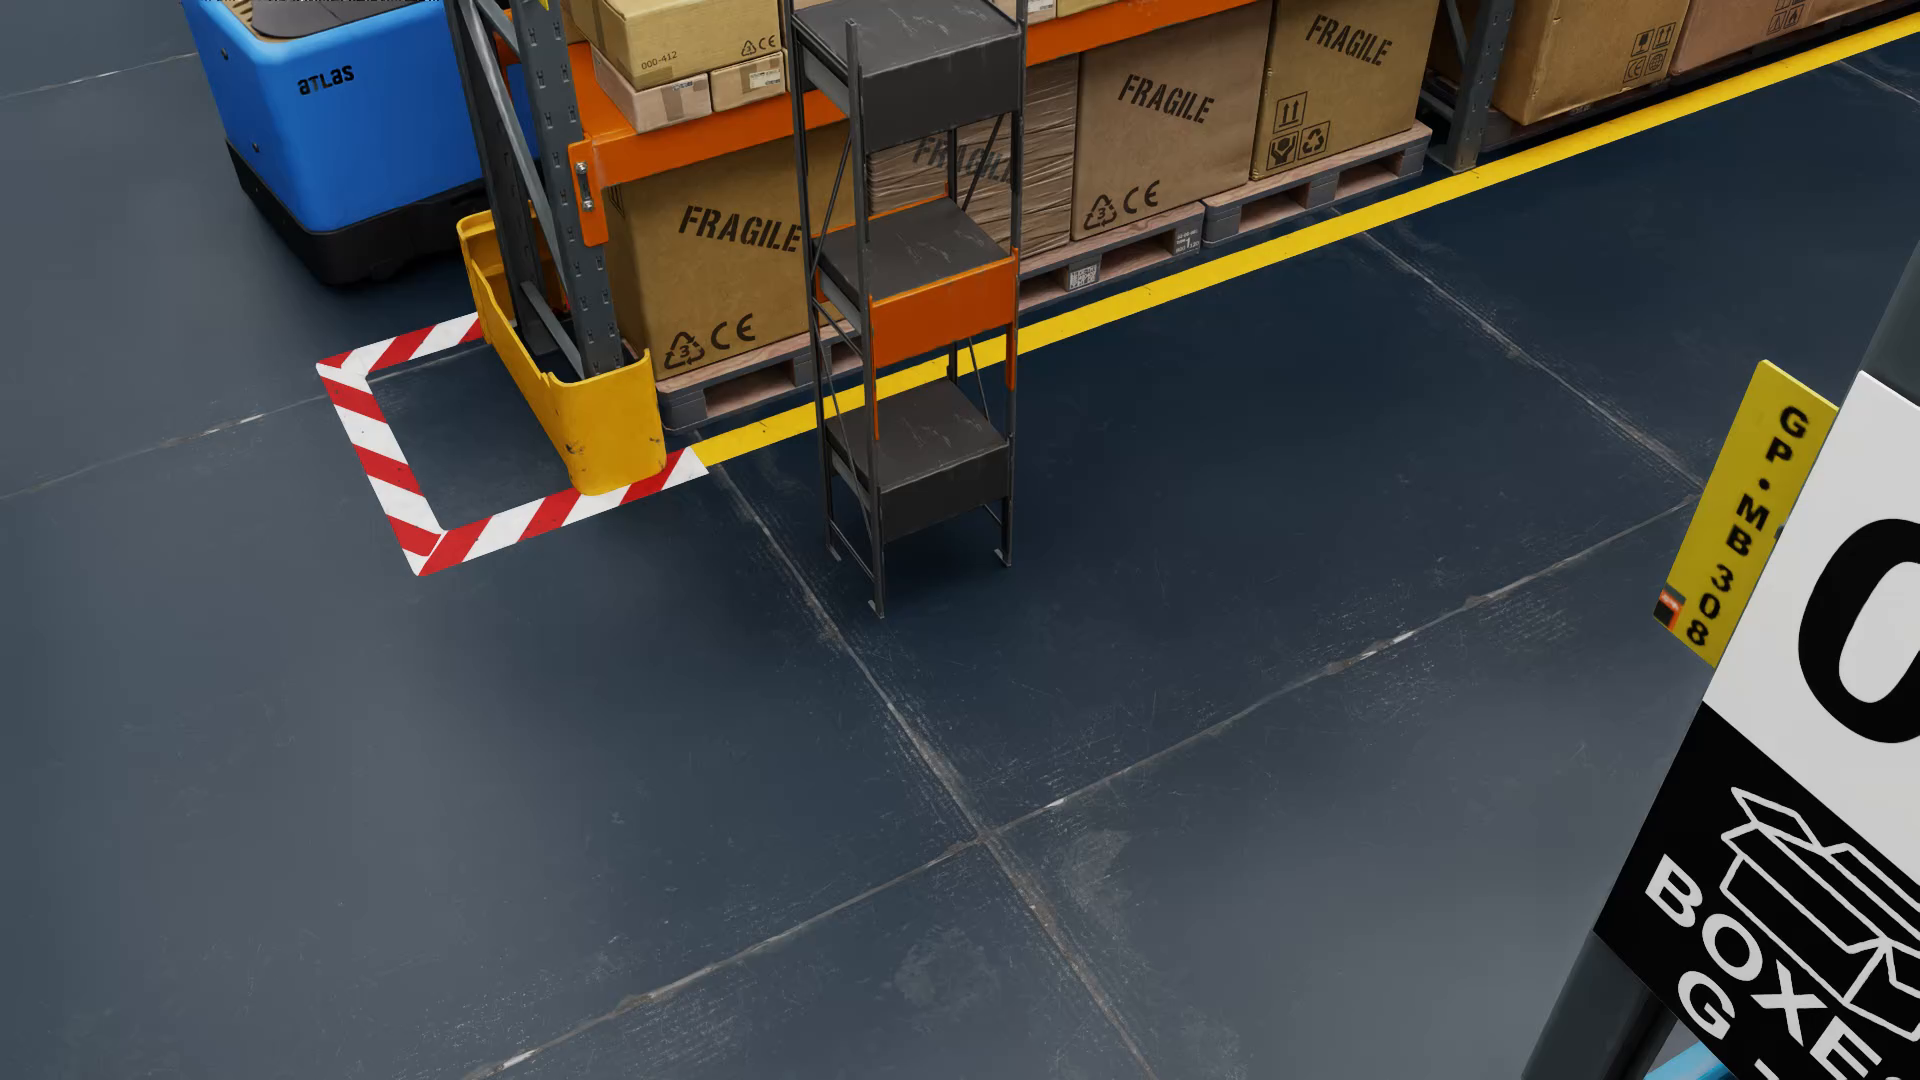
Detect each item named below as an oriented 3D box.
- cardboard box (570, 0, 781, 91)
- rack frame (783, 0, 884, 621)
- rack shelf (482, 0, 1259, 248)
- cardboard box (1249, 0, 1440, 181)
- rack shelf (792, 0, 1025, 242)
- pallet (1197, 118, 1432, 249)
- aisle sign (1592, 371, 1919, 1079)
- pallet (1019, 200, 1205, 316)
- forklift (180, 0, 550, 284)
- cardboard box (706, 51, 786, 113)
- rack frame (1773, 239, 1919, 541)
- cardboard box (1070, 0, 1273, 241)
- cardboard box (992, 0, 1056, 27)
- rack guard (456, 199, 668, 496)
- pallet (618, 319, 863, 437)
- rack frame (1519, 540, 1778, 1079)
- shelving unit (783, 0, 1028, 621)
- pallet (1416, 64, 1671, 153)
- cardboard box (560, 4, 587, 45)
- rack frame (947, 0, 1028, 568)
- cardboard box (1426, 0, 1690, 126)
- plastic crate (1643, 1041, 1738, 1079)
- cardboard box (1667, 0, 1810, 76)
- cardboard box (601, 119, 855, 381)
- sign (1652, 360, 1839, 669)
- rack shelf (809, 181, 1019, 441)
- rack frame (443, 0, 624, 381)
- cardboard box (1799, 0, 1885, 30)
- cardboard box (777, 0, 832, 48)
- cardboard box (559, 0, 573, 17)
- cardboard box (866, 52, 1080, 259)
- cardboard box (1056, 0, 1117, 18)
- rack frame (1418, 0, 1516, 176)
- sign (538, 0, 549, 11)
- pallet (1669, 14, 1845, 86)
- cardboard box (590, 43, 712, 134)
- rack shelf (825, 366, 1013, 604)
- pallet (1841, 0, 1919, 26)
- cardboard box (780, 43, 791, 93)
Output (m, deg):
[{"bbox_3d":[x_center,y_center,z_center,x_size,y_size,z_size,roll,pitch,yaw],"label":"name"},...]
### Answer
[{"bbox_3d":[-0.906,-1.693,5.235,0.500,0.250,0.500,-23,49,-22],"label":"cardboard box"},{"bbox_3d":[-0.355,-0.611,4.872,0.015,2.100,0.400,-22,48,-21],"label":"rack frame"},{"bbox_3d":[0.277,-2.072,6.248,4.000,0.370,1.077,-22,48,-21],"label":"rack shelf"},{"bbox_3d":[1.399,-2.232,7.120,0.875,0.875,0.875,-22,48,-21],"label":"cardboard box"},{"bbox_3d":[-0.144,-1.189,4.482,0.480,0.518,0.431,-22,48,-21],"label":"rack shelf"},{"bbox_3d":[1.313,-1.807,7.461,1.213,0.211,1.003,-22,48,-21],"label":"pallet"},{"bbox_3d":[0.802,0.269,1.452,0.004,0.787,0.394,-22,48,-21],"label":"aisle sign"},{"bbox_3d":[0.254,-1.381,7.021,1.213,0.211,1.003,-22,48,-21],"label":"pallet"},{"bbox_3d":[-1.656,-2.934,6.669,3.031,2.935,1.130,-28,51,-26],"label":"forklift"},{"bbox_3d":[-0.763,-1.560,5.384,0.250,0.149,0.380,-22,48,-22],"label":"cardboard box"},{"bbox_3d":[1.011,-0.799,0.111,0.127,3.000,1.000,-22,48,-21],"label":"rack frame"},{"bbox_3d":[0.619,-1.920,6.798,0.875,0.875,0.875,-22,48,-21],"label":"cardboard box"},{"bbox_3d":[0.129,-1.918,5.753,0.250,0.149,0.380,-22,48,-21],"label":"cardboard box"},{"bbox_3d":[-1.478,-0.731,6.144,0.348,0.500,1.175,-22,48,-21],"label":"rack guard"},{"bbox_3d":[-0.803,-0.961,6.588,1.213,0.211,1.003,-22,48,-21],"label":"pallet"},{"bbox_3d":[1.011,1.354,2.201,0.127,3.000,1.000,-22,48,-21],"label":"rack frame"},{"bbox_3d":[-0.144,-0.696,4.960,0.503,2.100,0.431,-22,48,-21],"label":"shelving unit"},{"bbox_3d":[2.643,-2.337,8.006,1.213,0.211,1.003,-22,48,-21],"label":"pallet"},{"bbox_3d":[-1.312,-1.869,5.702,0.250,0.149,0.380,-21,48,-20],"label":"cardboard box"},{"bbox_3d":[0.068,-0.781,5.047,0.015,2.100,0.400,-22,48,-21],"label":"rack frame"},{"bbox_3d":[2.556,-2.647,7.548,0.875,0.875,1.225,-22,48,-21],"label":"cardboard box"},{"bbox_3d":[1.208,1.091,2.403,0.499,0.435,0.616,-22,48,-21],"label":"plastic crate"},{"bbox_3d":[3.331,-2.957,7.867,0.875,0.875,1.225,-23,49,-22],"label":"cardboard box"},{"bbox_3d":[-0.942,-1.295,6.155,0.875,0.875,0.875,-22,48,-21],"label":"cardboard box"},{"bbox_3d":[0.722,-0.011,1.529,0.005,0.325,0.100,-22,48,-21],"label":"sign"},{"bbox_3d":[-0.144,-0.686,4.969,0.480,0.518,0.431,-22,48,-21],"label":"rack shelf"},{"bbox_3d":[-1.457,-1.637,5.283,0.127,3.000,1.000,-22,48,-21],"label":"rack frame"},{"bbox_3d":[4.094,-3.269,8.189,0.875,0.875,1.225,-22,48,-21],"label":"cardboard box"},{"bbox_3d":[-0.459,-1.877,5.425,0.500,0.250,0.500,-22,48,-21],"label":"cardboard box"},{"bbox_3d":[-1.169,-2.018,5.570,0.500,0.250,0.500,-23,48,-22],"label":"cardboard box"},{"bbox_3d":[-0.153,-1.611,6.480,0.875,0.875,0.875,-22,48,-21],"label":"cardboard box"},{"bbox_3d":[0.348,-2.005,5.842,0.250,0.149,0.380,-23,49,-22],"label":"cardboard box"},{"bbox_3d":[2.011,-3.024,6.713,0.127,3.000,1.000,-22,48,-21],"label":"rack frame"},{"bbox_3d":[-1.186,-1.638,4.606,0.005,0.325,0.100,-22,48,-21],"label":"sign"},{"bbox_3d":[3.702,-2.763,8.445,1.213,0.211,1.003,-22,48,-21],"label":"pallet"},{"bbox_3d":[-0.985,-1.470,5.292,0.250,0.149,0.380,-21,48,-21],"label":"cardboard box"},{"bbox_3d":[-0.144,-0.184,5.457,0.480,0.518,0.431,-22,48,-21],"label":"rack shelf"},{"bbox_3d":[4.759,-3.183,8.879,1.213,0.211,1.003,-22,48,-21],"label":"pallet"},{"bbox_3d":[-0.541,-1.649,5.476,0.250,0.149,0.380,-23,49,-22],"label":"cardboard box"}]
